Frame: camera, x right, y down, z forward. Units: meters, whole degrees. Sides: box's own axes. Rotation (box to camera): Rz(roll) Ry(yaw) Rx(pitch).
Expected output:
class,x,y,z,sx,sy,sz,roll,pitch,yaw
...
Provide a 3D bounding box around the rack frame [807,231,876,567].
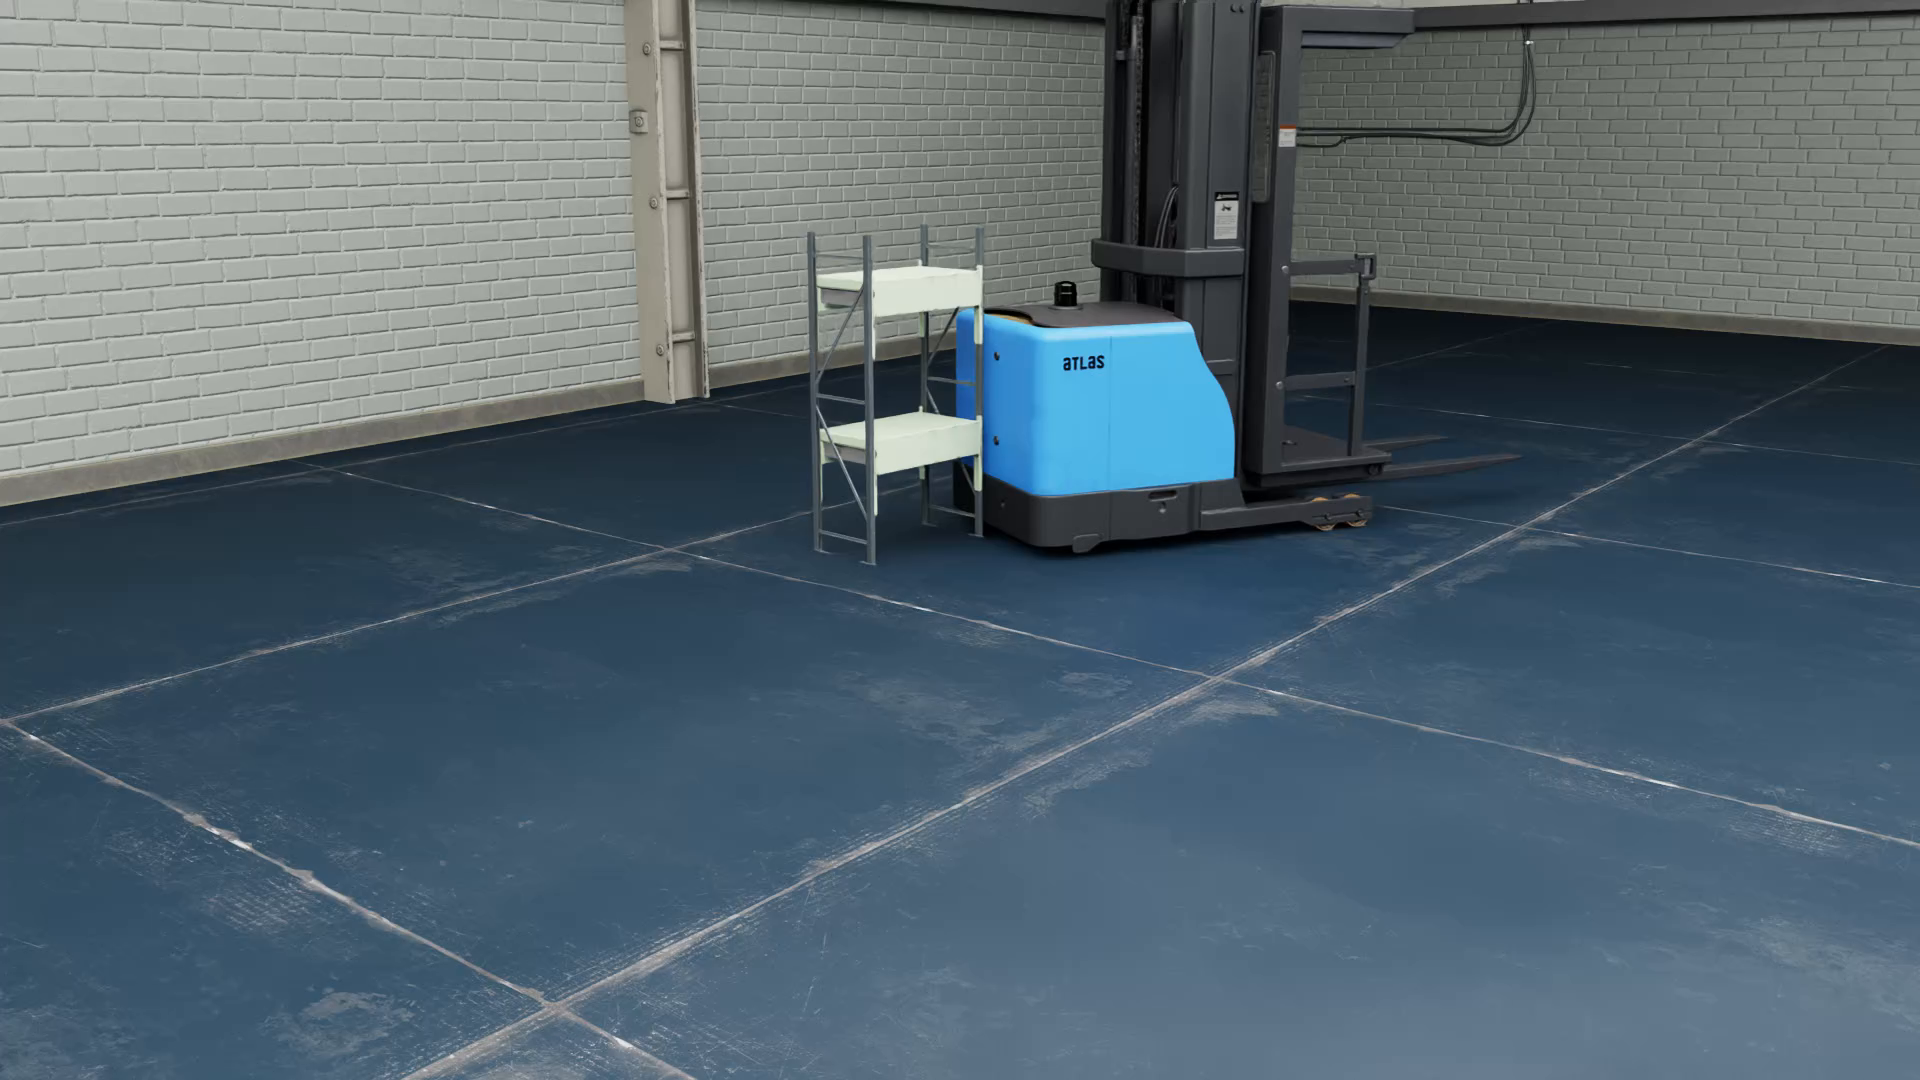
class,x,y,z,sx,sy,sz,roll,pitch,yaw
rack frame,-0.540,-0.639,7.591,0.400,1.500,0.023,13,19,42

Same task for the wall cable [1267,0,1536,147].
class,x,y,z,sx,sy,sz,roll,pitch,yaw
wall cable,4.564,-5.408,17.443,3.097,2.526,0.112,11,18,38

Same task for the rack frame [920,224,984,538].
class,x,y,z,sx,sy,sz,roll,pitch,yaw
rack frame,-0.040,-0.770,8.108,0.400,1.500,0.023,13,19,42

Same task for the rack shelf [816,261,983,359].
class,x,y,z,sx,sy,sz,roll,pitch,yaw
rack shelf,-0.290,-1.083,7.754,0.431,0.370,0.720,13,19,42

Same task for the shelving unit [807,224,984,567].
class,x,y,z,sx,sy,sz,roll,pitch,yaw
shelving unit,-0.290,-0.704,7.850,0.431,1.500,0.755,13,19,42

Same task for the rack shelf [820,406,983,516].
class,x,y,z,sx,sy,sz,roll,pitch,yaw
rack shelf,-0.290,-0.388,7.930,0.431,0.370,0.720,13,19,42

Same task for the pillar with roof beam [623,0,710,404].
class,x,y,z,sx,sy,sz,roll,pitch,yaw
pillar with roof beam,1.262,-4.739,8.500,9.100,9.000,0.400,11,18,38

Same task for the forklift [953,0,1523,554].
class,x,y,z,sx,sy,sz,roll,pitch,yaw
forklift,1.528,-1.578,8.381,3.031,2.935,1.130,-6,16,-23
